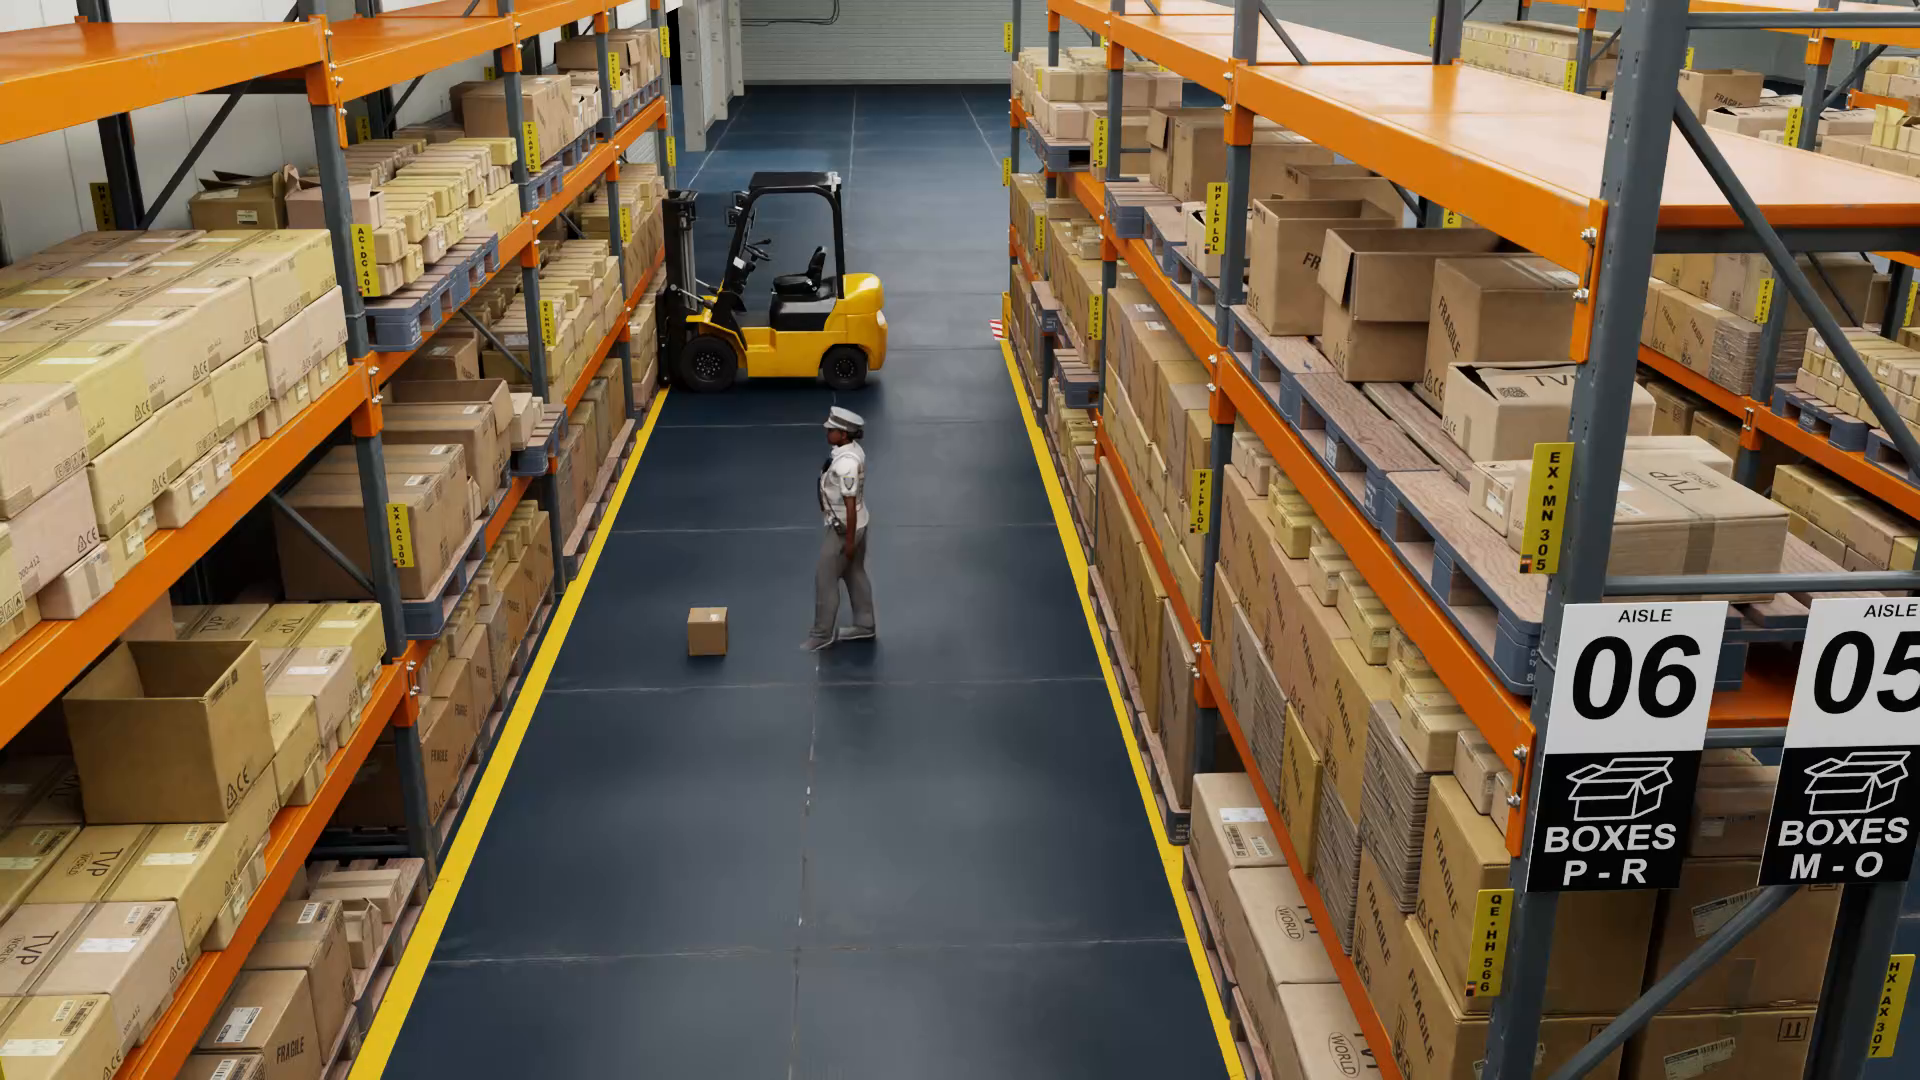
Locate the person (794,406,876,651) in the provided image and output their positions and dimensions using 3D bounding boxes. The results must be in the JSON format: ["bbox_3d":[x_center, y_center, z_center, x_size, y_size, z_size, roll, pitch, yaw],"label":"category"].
[{"bbox_3d":[-0.866,-0.063,11.262,0.560,1.741,0.462,1,21,2],"label":"person"}]
